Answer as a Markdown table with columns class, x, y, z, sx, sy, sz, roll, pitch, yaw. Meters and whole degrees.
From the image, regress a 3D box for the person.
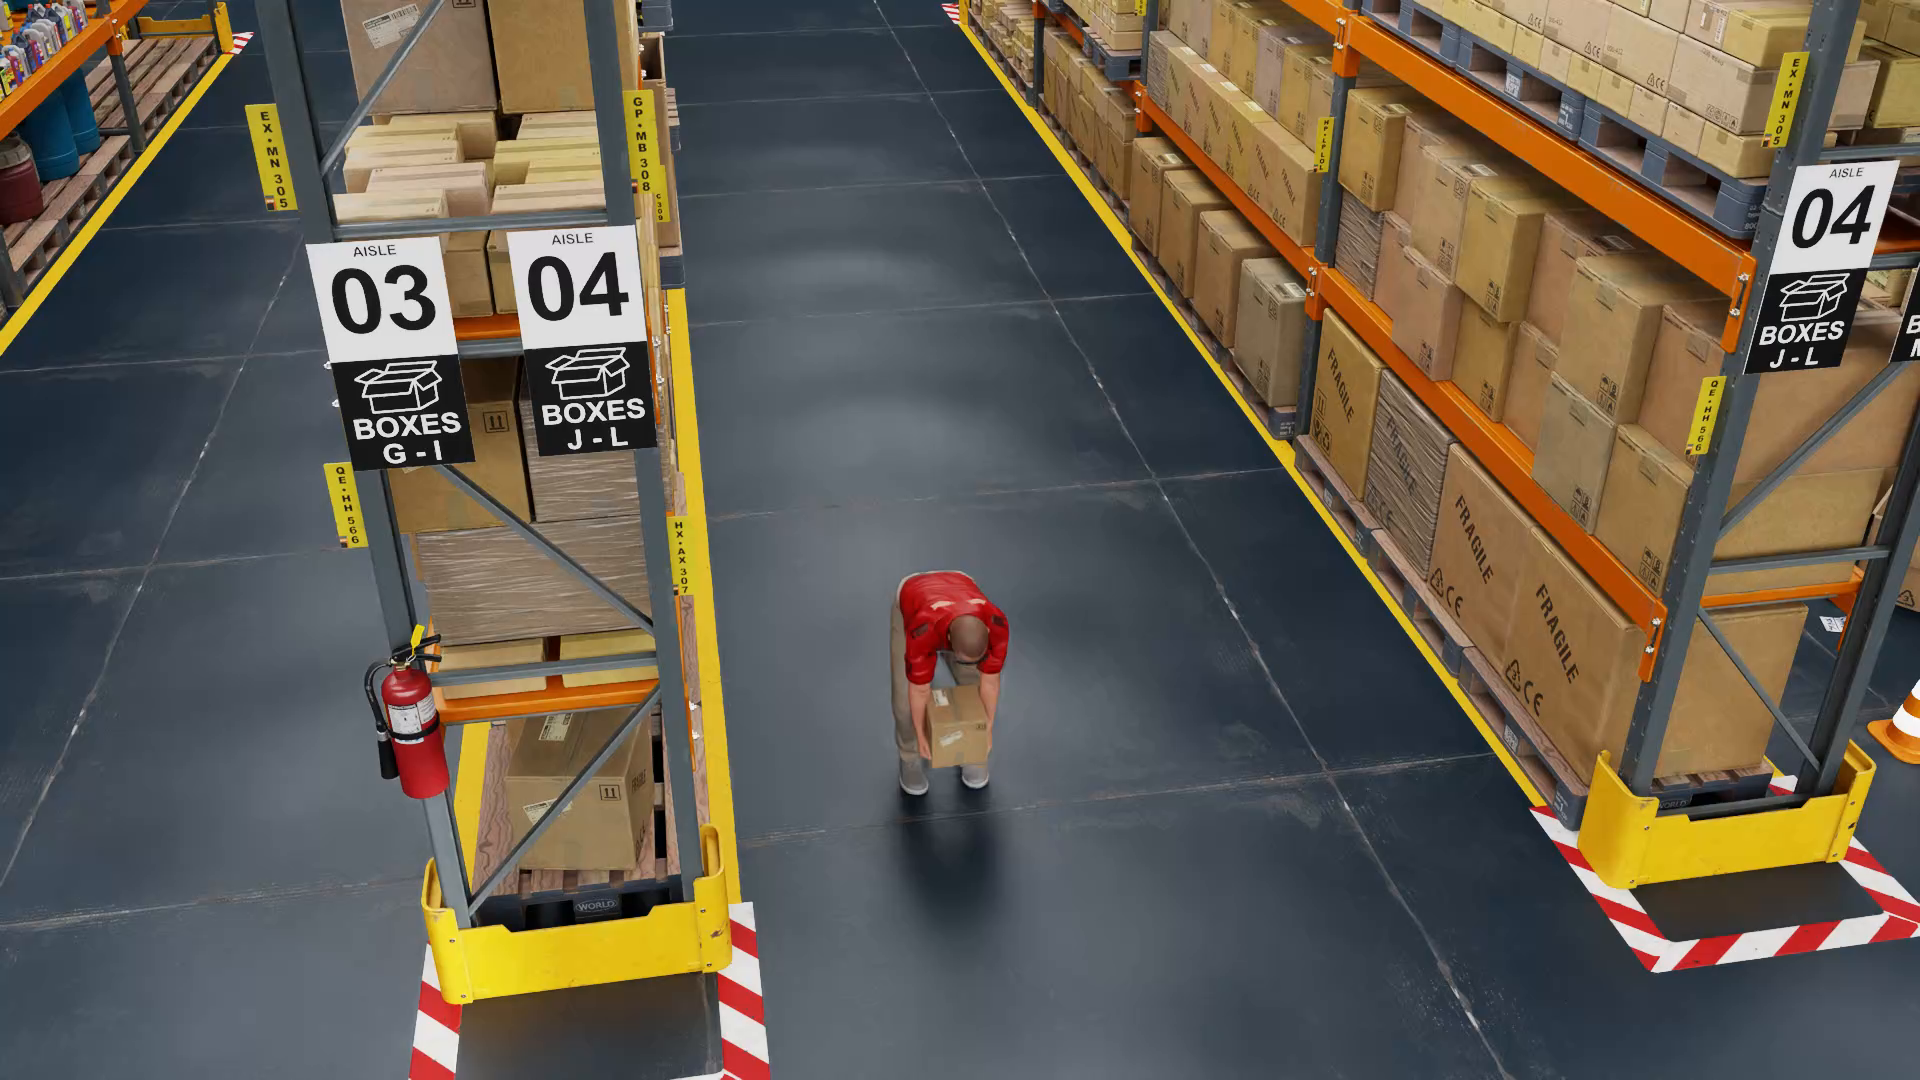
| class | x | y | z | sx | sy | sz | roll | pitch | yaw |
| --- | --- | --- | --- | --- | --- | --- | --- | --- | --- |
| person | -0.047 | 0.685 | 7.472 | 0.480 | 1.245 | 0.925 | -6 | 31 | -10 |
